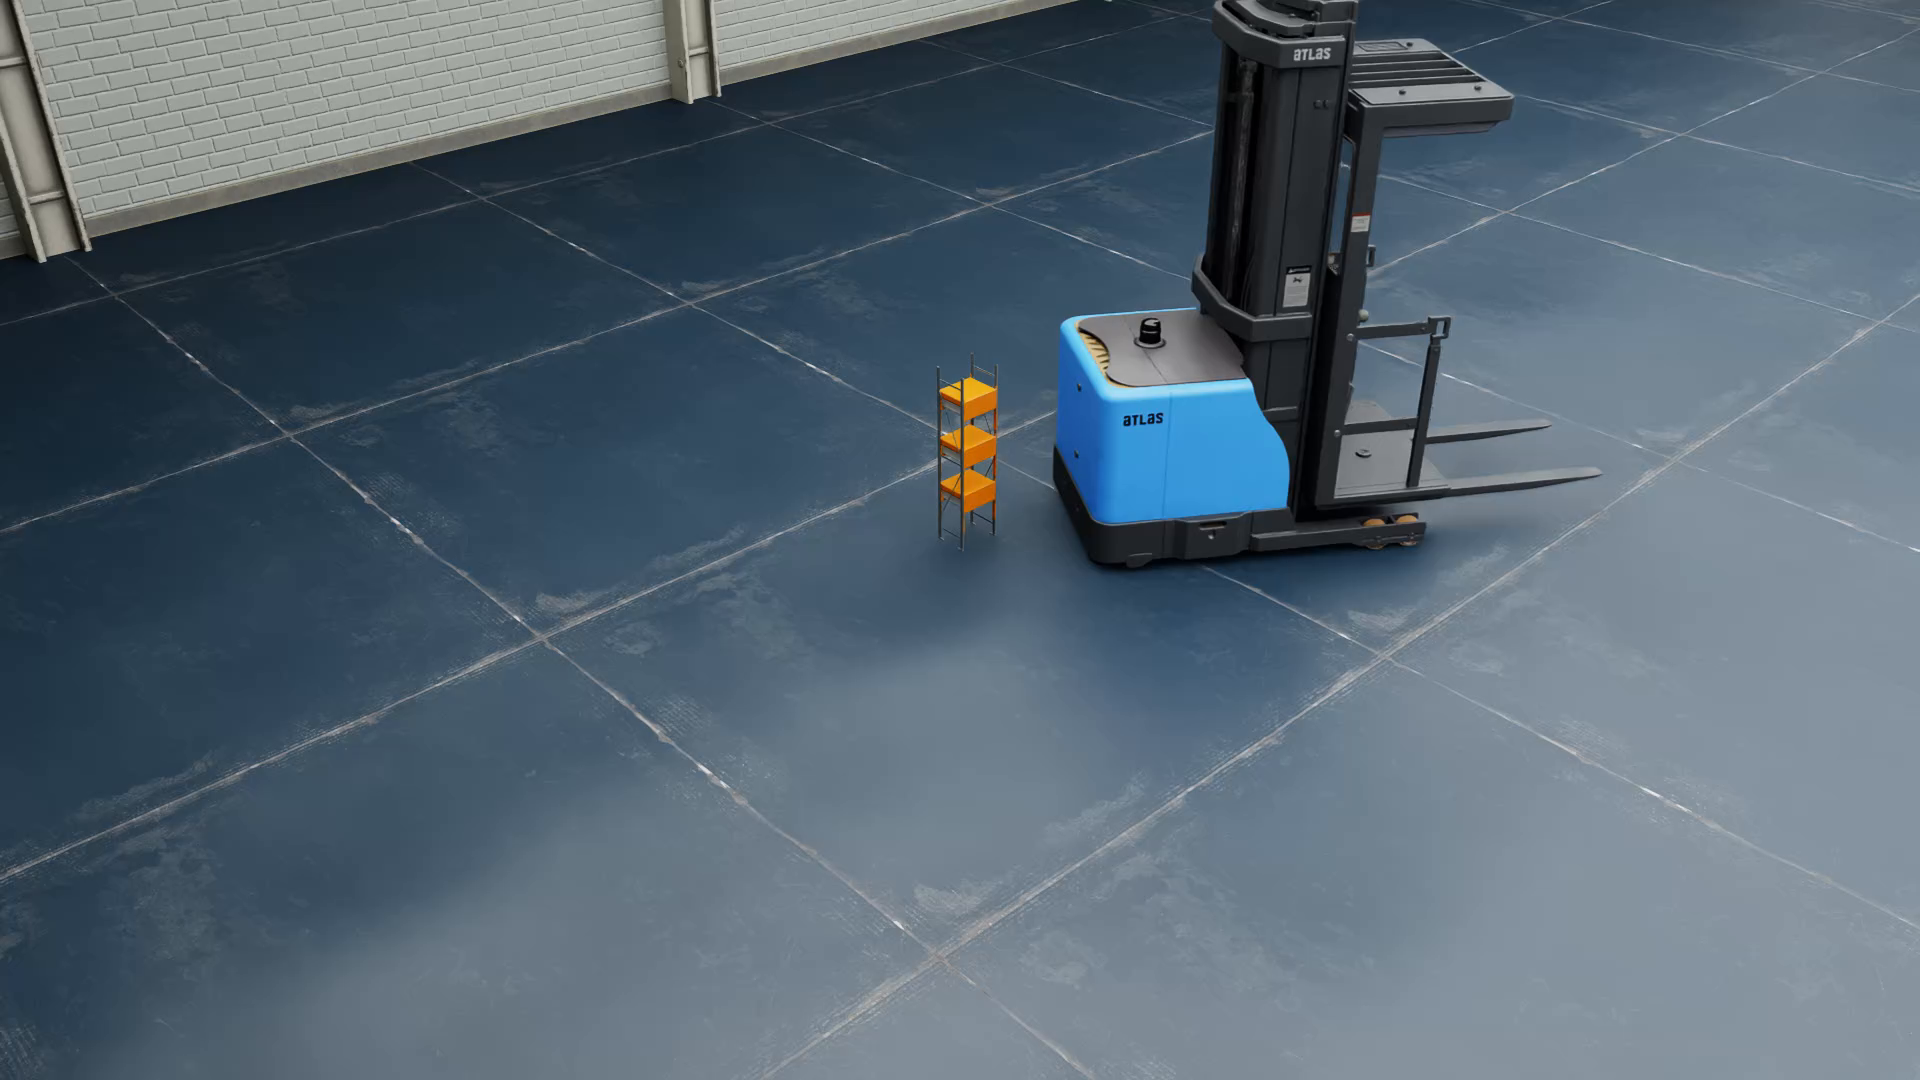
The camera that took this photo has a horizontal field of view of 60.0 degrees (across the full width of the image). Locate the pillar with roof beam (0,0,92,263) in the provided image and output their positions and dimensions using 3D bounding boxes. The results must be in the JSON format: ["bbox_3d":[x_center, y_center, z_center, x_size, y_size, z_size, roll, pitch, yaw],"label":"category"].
[{"bbox_3d":[-4.075,-4.440,7.885,0.400,9.000,9.100,-26,40,-35],"label":"pillar with roof beam"}]

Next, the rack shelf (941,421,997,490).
[{"bbox_3d":[0.039,-0.458,9.013,0.240,0.259,0.215,-26,40,-35],"label":"rack shelf"}]

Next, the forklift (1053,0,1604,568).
[{"bbox_3d":[2.107,-1.465,8.836,3.031,2.935,1.130,-6,32,-9],"label":"forklift"}]

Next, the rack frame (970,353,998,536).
[{"bbox_3d":[0.129,-0.510,9.078,0.008,1.050,0.200,-26,40,-35],"label":"rack frame"}]

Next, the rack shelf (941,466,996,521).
[{"bbox_3d":[0.039,-0.221,9.158,0.240,0.259,0.215,-26,40,-35],"label":"rack shelf"}]

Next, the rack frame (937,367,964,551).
[{"bbox_3d":[-0.050,-0.424,8.936,0.008,1.050,0.200,-26,40,-35],"label":"rack frame"}]

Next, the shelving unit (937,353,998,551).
[{"bbox_3d":[0.039,-0.467,9.007,0.252,1.050,0.215,-26,40,-35],"label":"shelving unit"}]

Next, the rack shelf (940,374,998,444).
[{"bbox_3d":[0.039,-0.700,8.865,0.240,0.259,0.215,-26,40,-35],"label":"rack shelf"}]

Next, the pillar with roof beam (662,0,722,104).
[{"bbox_3d":[0.325,-6.568,11.366,0.400,9.000,9.100,-26,40,-35],"label":"pillar with roof beam"}]
